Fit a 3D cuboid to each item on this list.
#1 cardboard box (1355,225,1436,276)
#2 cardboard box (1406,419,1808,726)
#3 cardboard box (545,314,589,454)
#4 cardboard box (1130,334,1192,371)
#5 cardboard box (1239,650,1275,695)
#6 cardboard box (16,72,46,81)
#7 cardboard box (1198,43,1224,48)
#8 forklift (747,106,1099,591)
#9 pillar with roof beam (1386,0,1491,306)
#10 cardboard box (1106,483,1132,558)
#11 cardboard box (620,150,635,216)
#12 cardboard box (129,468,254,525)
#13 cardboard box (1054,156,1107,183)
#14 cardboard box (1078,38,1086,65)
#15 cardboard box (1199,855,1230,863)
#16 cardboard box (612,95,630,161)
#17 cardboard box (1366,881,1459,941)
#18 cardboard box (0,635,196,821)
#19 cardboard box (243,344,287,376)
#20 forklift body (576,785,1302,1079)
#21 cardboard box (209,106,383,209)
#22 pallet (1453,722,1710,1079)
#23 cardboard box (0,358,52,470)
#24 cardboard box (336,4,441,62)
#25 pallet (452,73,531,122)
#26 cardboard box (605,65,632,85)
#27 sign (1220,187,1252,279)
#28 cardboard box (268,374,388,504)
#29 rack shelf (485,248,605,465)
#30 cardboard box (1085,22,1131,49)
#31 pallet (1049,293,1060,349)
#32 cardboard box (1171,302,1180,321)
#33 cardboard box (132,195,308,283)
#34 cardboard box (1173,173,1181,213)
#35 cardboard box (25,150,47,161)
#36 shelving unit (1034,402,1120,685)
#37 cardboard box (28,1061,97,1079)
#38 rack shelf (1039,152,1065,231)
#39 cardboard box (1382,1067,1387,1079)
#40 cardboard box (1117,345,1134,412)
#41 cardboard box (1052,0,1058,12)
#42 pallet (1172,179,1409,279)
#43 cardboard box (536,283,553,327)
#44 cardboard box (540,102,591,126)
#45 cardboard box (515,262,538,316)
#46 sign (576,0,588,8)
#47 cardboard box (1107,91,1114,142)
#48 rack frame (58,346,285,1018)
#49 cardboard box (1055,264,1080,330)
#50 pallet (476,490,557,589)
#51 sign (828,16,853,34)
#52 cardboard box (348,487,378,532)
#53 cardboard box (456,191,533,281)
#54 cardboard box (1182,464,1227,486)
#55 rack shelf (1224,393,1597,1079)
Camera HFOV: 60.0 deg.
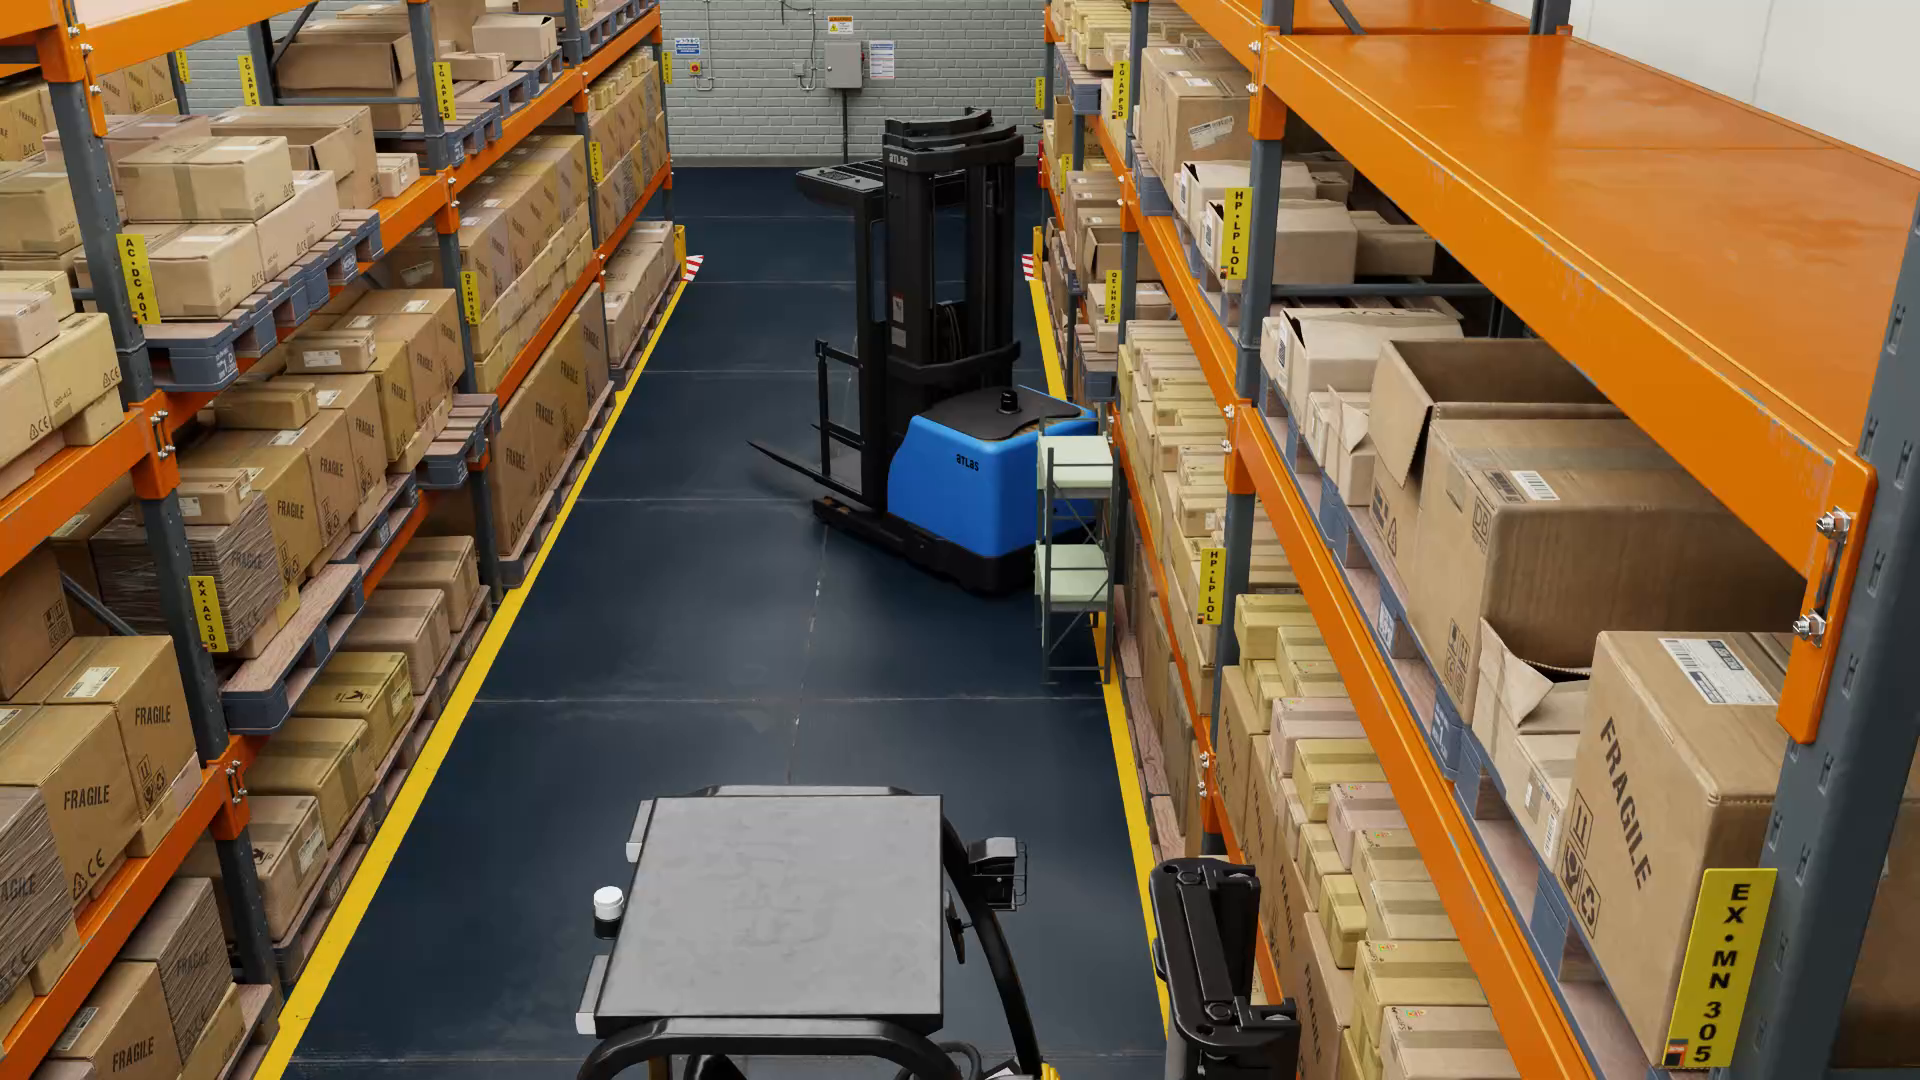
[{"bbox_3d":[1.702,-1.176,6.743,0.380,0.149,0.250,0,24,-1],"label":"cardboard box"},{"bbox_3d":[1.399,0.059,3.586,0.700,0.500,0.500,0,24,0],"label":"cardboard box"},{"bbox_3d":[-3.432,-1.205,12.842,0.875,0.875,0.875,0,24,1],"label":"cardboard box"},{"bbox_3d":[1.184,-1.083,9.595,0.380,0.149,0.250,0,24,1],"label":"cardboard box"},{"bbox_3d":[1.255,0.455,6.194,0.380,0.149,0.250,-1,24,-1],"label":"cardboard box"},{"bbox_3d":[-8.245,-4.001,15.261,0.500,0.500,0.500,-1,24,-2],"label":"cardboard box"},{"bbox_3d":[1.715,-3.069,10.593,0.380,0.149,0.250,1,24,1],"label":"cardboard box"},{"bbox_3d":[-0.411,-1.529,11.574,1.130,2.935,3.031,-20,31,-37],"label":"forklift"},{"bbox_3d":[-1.918,-3.165,7.828,9.100,9.000,0.400,0,24,-1],"label":"pillar with roof beam"},{"bbox_3d":[1.251,-0.210,11.098,0.500,0.500,0.500,0,24,1],"label":"cardboard box"},{"bbox_3d":[-3.280,-3.261,15.199,0.500,0.500,0.500,0,24,0],"label":"cardboard box"},{"bbox_3d":[-3.100,-0.175,6.719,0.380,0.149,0.250,0,24,-1],"label":"cardboard box"},{"bbox_3d":[1.161,-3.532,15.741,0.500,0.250,0.500,-1,24,-2],"label":"cardboard box"},{"bbox_3d":[1.040,-3.471,11.819,0.380,0.149,0.250,0,24,1],"label":"cardboard box"},{"bbox_3d":[1.206,1.471,6.472,0.500,0.250,0.500,-1,24,-1],"label":"cardboard box"},{"bbox_3d":[-3.293,-3.726,15.014,0.500,0.500,0.500,0,24,0],"label":"cardboard box"},{"bbox_3d":[1.321,1.057,4.503,0.380,0.149,0.250,0,24,0],"label":"cardboard box"},{"bbox_3d":[-3.195,0.689,6.105,0.500,0.500,0.500,-1,24,-2],"label":"cardboard box"},{"bbox_3d":[-3.694,-0.713,8.694,0.500,0.500,0.500,0,24,0],"label":"cardboard box"},{"bbox_3d":[-0.287,1.926,4.882,2.313,2.155,1.214,0,24,-1],"label":"forklift body"},{"bbox_3d":[-3.492,-1.982,8.731,0.700,0.500,0.500,0,24,-1],"label":"cardboard box"},{"bbox_3d":[1.576,0.694,3.042,1.003,0.211,1.213,0,24,-1],"label":"pallet"},{"bbox_3d":[-3.168,-0.357,5.081,0.500,0.250,0.500,-1,24,-1],"label":"cardboard box"},{"bbox_3d":[-3.802,-3.289,11.111,0.500,0.500,0.500,0,24,0],"label":"cardboard box"},{"bbox_3d":[-3.568,-2.967,11.259,1.003,0.211,1.213,1,24,2],"label":"pallet"},{"bbox_3d":[-3.307,-4.381,15.675,0.380,0.149,0.250,0,24,1],"label":"cardboard box"},{"bbox_3d":[0.972,-1.075,5.838,0.100,0.325,0.005,0,24,-1],"label":"sign"},{"bbox_3d":[-3.181,-0.501,8.225,0.500,0.500,0.500,-1,24,-3],"label":"cardboard box"},{"bbox_3d":[-3.514,-1.457,12.204,1.077,0.370,4.000,0,24,-1],"label":"rack shelf"},{"bbox_3d":[1.068,-3.498,11.517,0.380,0.149,0.250,0,24,0],"label":"cardboard box"},{"bbox_3d":[1.405,-2.149,16.245,1.003,0.211,1.213,0,24,-1],"label":"pallet"},{"bbox_3d":[1.622,-1.434,10.649,0.500,0.500,0.500,1,24,2],"label":"cardboard box"},{"bbox_3d":[-3.061,-1.253,6.914,0.500,0.250,0.500,-1,24,-1],"label":"cardboard box"},{"bbox_3d":[1.191,-1.595,7.670,0.380,0.149,0.250,-1,24,-1],"label":"cardboard box"},{"bbox_3d":[-8.251,-3.135,14.559,0.500,0.500,0.500,0,24,-1],"label":"cardboard box"},{"bbox_3d":[0.681,0.019,9.888,0.431,1.500,0.755,0,24,-1],"label":"shelving unit"},{"bbox_3d":[-3.160,2.070,5.450,0.500,0.500,0.500,1,24,2],"label":"cardboard box"},{"bbox_3d":[1.405,-3.129,15.901,1.077,0.370,4.000,0,24,-1],"label":"rack shelf"},{"bbox_3d":[1.259,1.405,4.094,0.380,0.149,0.250,-1,24,-2],"label":"cardboard box"},{"bbox_3d":[1.207,-0.960,9.807,0.500,0.250,0.500,0,24,-1],"label":"cardboard box"},{"bbox_3d":[1.134,-5.110,15.590,0.500,0.250,0.500,-1,24,-2],"label":"cardboard box"},{"bbox_3d":[1.583,-1.525,8.071,1.003,0.211,1.213,1,24,2],"label":"pallet"},{"bbox_3d":[-3.278,-1.726,12.108,0.500,0.250,0.500,0,24,-1],"label":"cardboard box"},{"bbox_3d":[-3.280,-3.537,13.808,0.380,0.149,0.250,-1,24,-1],"label":"cardboard box"},{"bbox_3d":[-3.249,-1.748,11.550,0.500,0.250,0.500,0,24,-1],"label":"cardboard box"},{"bbox_3d":[-2.994,-4.361,13.102,0.100,0.325,0.005,0,24,-1],"label":"sign"},{"bbox_3d":[1.216,-2.700,10.622,0.500,0.250,0.500,0,24,0],"label":"cardboard box"},{"bbox_3d":[-3.449,0.688,6.589,1.000,3.000,0.127,0,24,-1],"label":"rack frame"},{"bbox_3d":[1.277,-2.300,15.720,0.700,0.500,0.500,-1,24,-3],"label":"cardboard box"},{"bbox_3d":[-3.426,-0.015,11.527,1.003,0.211,1.213,0,24,-1],"label":"pallet"},{"bbox_3d":[-1.620,-6.991,22.565,0.339,0.242,0.001,0,24,-1],"label":"sign"},{"bbox_3d":[-3.125,-0.155,8.249,0.380,0.149,0.250,1,24,1],"label":"cardboard box"},{"bbox_3d":[-3.259,-2.083,11.382,0.500,0.500,0.500,0,24,1],"label":"cardboard box"},{"bbox_3d":[1.242,-0.240,7.732,0.380,0.149,0.250,-1,24,-2],"label":"cardboard box"},{"bbox_3d":[1.536,0.449,4.350,1.077,0.370,4.000,0,24,-1],"label":"rack shelf"}]
